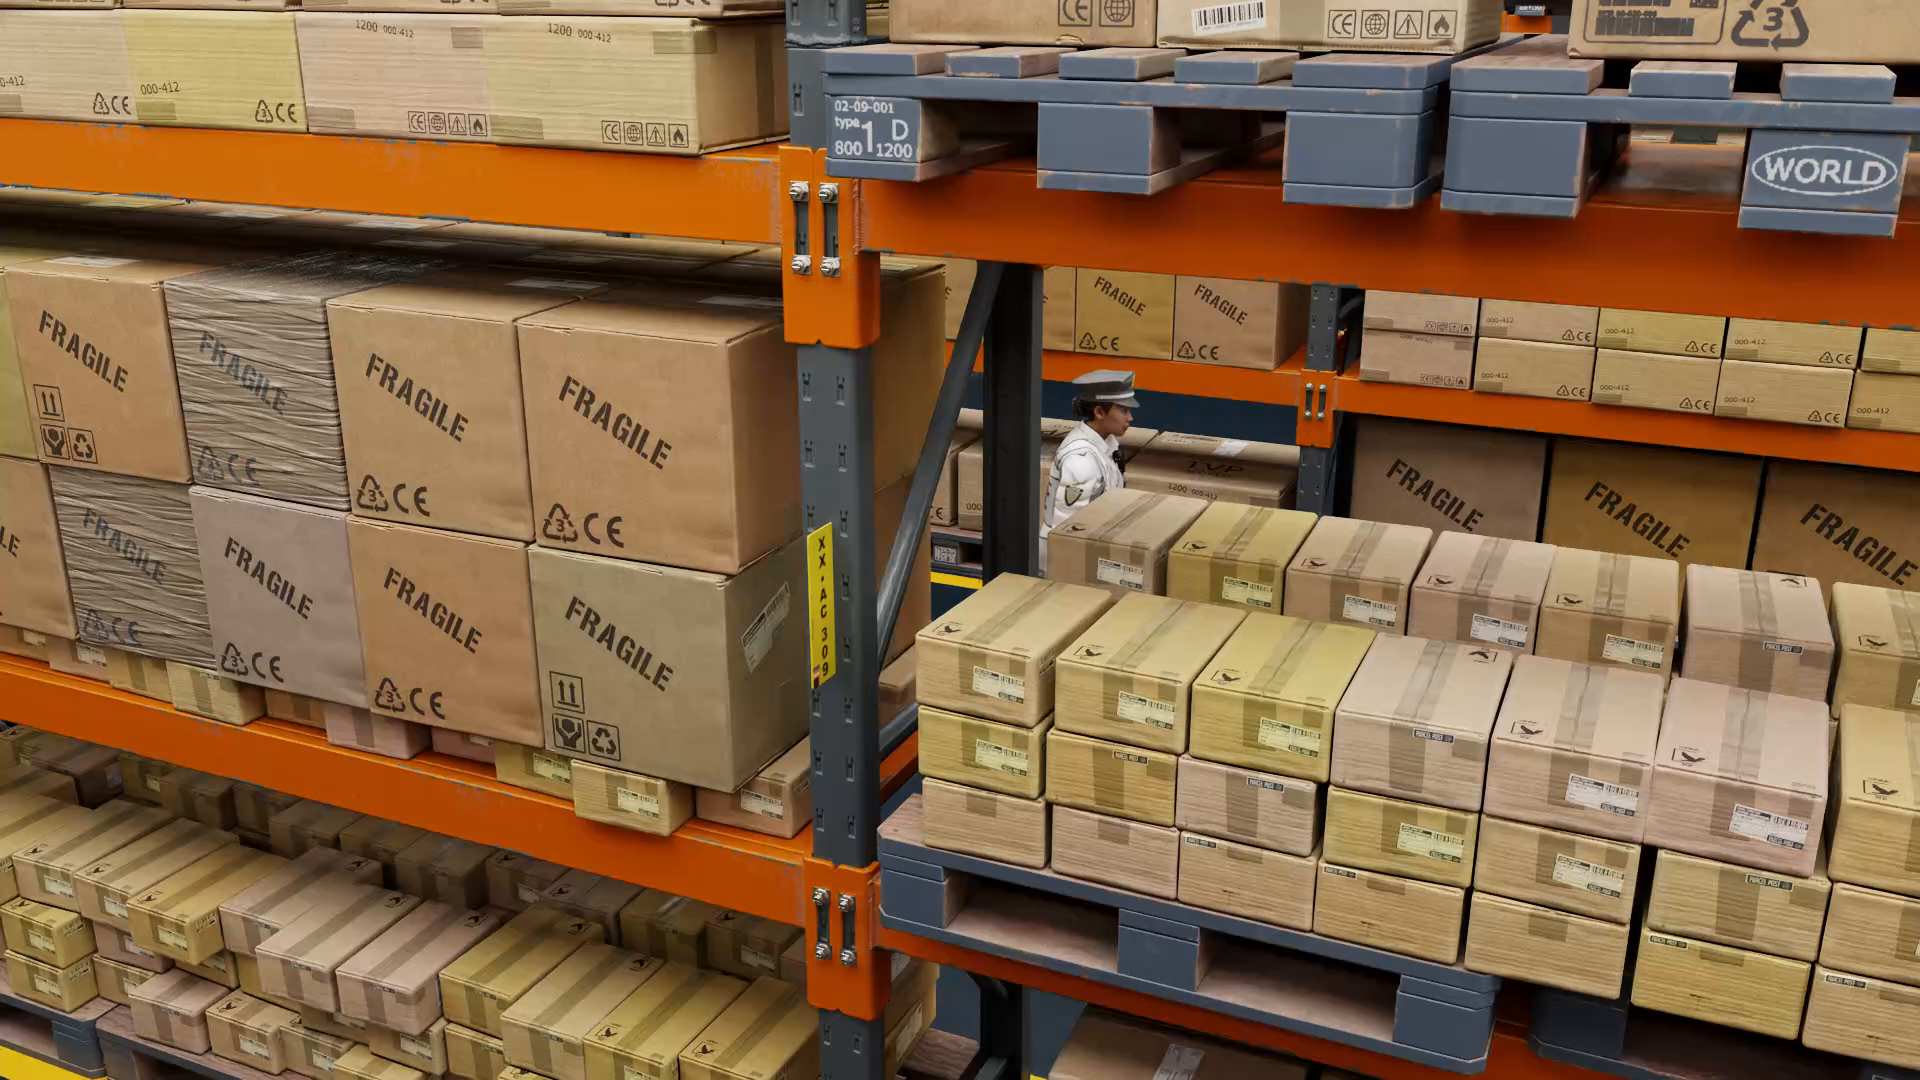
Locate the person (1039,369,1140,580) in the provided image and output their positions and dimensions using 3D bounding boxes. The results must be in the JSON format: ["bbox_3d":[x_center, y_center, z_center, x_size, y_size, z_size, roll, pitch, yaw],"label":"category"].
[{"bbox_3d":[0.510,0.130,6.681,0.370,1.666,0.545,7,21,20],"label":"person"}]
